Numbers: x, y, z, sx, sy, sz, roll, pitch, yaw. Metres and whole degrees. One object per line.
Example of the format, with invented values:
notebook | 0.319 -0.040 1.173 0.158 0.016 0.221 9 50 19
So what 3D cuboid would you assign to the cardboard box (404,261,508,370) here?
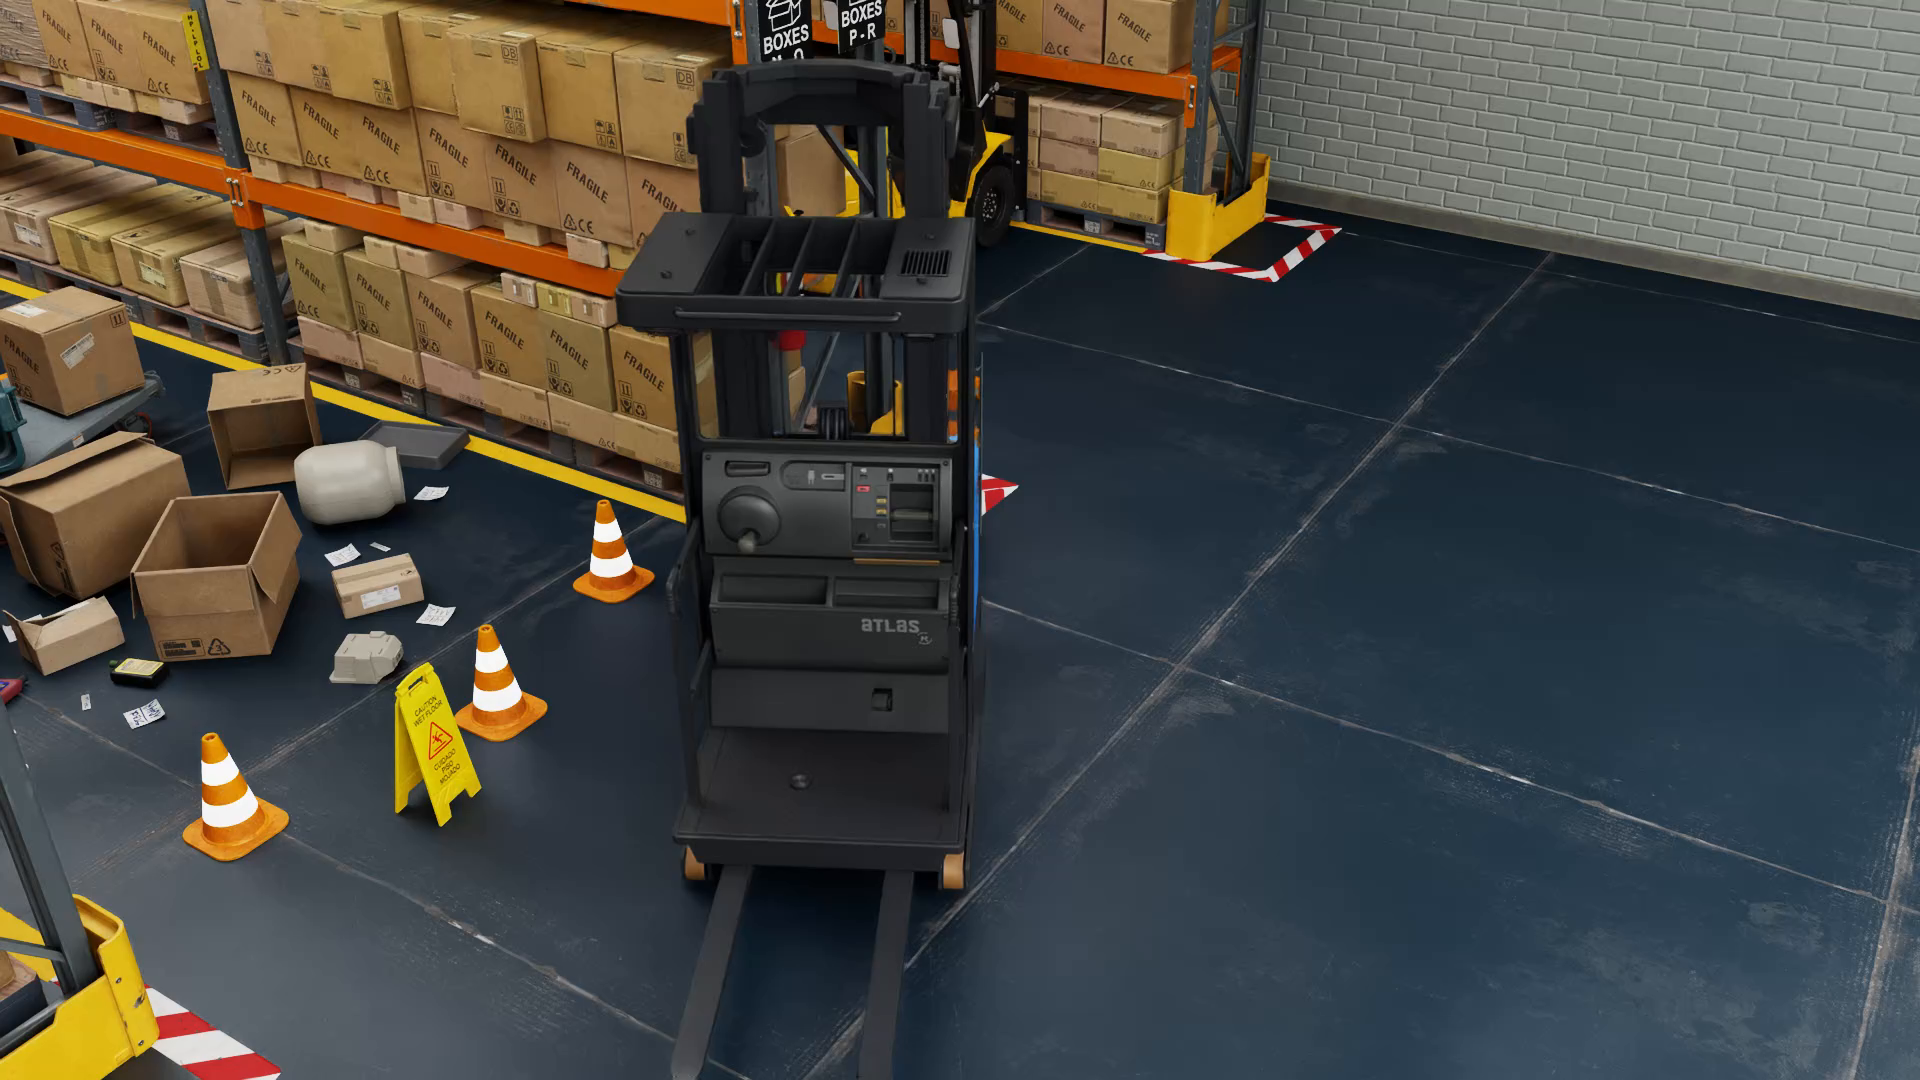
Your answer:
cardboard box | -2.827 -1.355 9.663 0.500 0.500 0.500 20 36 30

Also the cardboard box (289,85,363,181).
cardboard box | -3.419 -2.399 9.490 0.500 0.500 0.500 17 34 27

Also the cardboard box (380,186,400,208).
cardboard box | -3.068 -2.016 9.478 0.250 0.149 0.380 17 34 27

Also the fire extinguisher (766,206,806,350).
fire extinguisher | -0.841 -1.256 8.003 0.183 0.674 0.296 18 35 27

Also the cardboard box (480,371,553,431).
cardboard box | -2.401 -0.892 9.614 0.500 0.250 0.500 16 34 26

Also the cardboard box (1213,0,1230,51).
cardboard box | 1.671 -3.931 12.412 0.500 0.500 0.500 19 35 29

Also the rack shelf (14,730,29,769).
rack shelf | -4.933 0.398 5.805 4.000 0.370 1.077 18 35 27

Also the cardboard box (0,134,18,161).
cardboard box | -8.009 -3.144 12.854 0.875 0.875 0.875 17 34 27

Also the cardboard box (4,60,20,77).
cardboard box | -6.136 -3.210 11.109 0.250 0.149 0.380 19 35 29

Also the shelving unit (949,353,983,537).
shelving unit | -0.045 -0.468 8.510 0.252 1.050 0.215 18 35 27

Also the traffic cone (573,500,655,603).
traffic cone | -1.743 0.014 8.266 0.334 0.463 0.336 18 35 27

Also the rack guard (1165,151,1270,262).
rack guard | 1.963 -2.550 12.625 0.348 0.500 1.175 18 35 27

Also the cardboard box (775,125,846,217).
cardboard box | -0.947 -1.934 8.693 0.500 0.500 0.500 17 34 27

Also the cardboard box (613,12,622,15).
cardboard box | -3.184 -4.410 15.273 0.625 0.625 0.875 16 34 25

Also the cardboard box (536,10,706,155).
cardboard box | -1.666 -2.303 8.334 0.500 0.500 0.700 18 35 28

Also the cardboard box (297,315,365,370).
cardboard box | -3.725 -1.309 10.328 0.500 0.250 0.500 16 34 25

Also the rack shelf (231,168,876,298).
rack shelf | -2.387 -1.742 9.473 4.000 0.370 1.077 18 35 27

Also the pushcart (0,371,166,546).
pushcart | -5.250 -0.469 9.180 0.936 0.377 1.648 6 31 10

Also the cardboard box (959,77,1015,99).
cardboard box | 0.094 -3.456 13.017 0.500 0.250 0.500 17 34 26

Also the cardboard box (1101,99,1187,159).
cardboard box | 1.387 -3.052 12.324 0.500 0.250 0.500 19 35 29

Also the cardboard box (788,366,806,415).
cardboard box | -1.229 -0.845 9.533 0.500 0.250 0.500 17 34 27

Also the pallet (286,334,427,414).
pallet | -3.493 -1.219 10.630 1.213 0.211 1.003 18 35 27

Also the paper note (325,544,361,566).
paper note | -3.191 0.075 8.602 0.148 0.019 0.142 -21 36 -32

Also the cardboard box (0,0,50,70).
cardboard box | -5.893 -3.380 10.756 0.500 0.500 0.500 16 34 26

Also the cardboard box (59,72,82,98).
cardboard box | -5.520 -2.961 10.681 0.250 0.149 0.380 18 35 27

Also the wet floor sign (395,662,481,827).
wet floor sign | -2.162 0.803 6.734 0.232 0.644 0.267 12 32 19

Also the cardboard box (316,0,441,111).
cardboard box | -2.991 -2.689 8.996 0.500 0.500 0.700 17 34 26

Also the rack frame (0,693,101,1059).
rack frame | -3.239 0.623 4.705 0.127 3.000 1.000 18 35 27

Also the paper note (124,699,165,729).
paper note | -3.629 0.773 7.397 0.144 0.017 0.142 -21 36 -32

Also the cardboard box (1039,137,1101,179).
cardboard box | 0.945 -2.982 12.700 0.500 0.250 0.500 17 34 27

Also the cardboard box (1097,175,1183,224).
cardboard box | 1.377 -2.621 12.578 0.500 0.250 0.500 18 35 28

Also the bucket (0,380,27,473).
bucket | -5.286 -0.639 8.608 0.726 0.611 0.620 -21 26 -32

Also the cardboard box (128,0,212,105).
cardboard box | -4.594 -2.967 10.048 0.500 0.500 0.500 17 34 26

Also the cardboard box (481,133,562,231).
cardboard box | -2.143 -1.988 8.786 0.500 0.500 0.500 17 34 27

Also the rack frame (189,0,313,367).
rack frame | -4.081 -2.588 10.210 0.127 3.000 1.000 18 35 27

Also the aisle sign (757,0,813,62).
aisle sign | -0.795 -2.499 7.477 0.004 0.787 0.394 18 35 27

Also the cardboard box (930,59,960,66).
cardboard box | -0.067 -3.813 13.630 0.500 0.250 0.500 18 35 28

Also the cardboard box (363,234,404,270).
cardboard box | -3.214 -1.717 9.640 0.250 0.149 0.380 19 35 29

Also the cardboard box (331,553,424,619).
cardboard box | -2.876 0.226 8.215 0.380 0.149 0.250 -15 33 -24

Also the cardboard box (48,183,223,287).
cardboard box | -5.727 -2.151 11.651 0.625 0.372 0.950 19 35 29

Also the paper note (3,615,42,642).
paper note | -4.504 0.420 8.007 0.172 0.023 0.155 -21 36 -32

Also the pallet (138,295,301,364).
pallet | -4.741 -1.592 11.269 1.213 0.211 1.003 18 35 27

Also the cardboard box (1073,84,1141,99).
cardboard box | 1.211 -3.404 12.927 0.500 0.250 0.500 18 35 27

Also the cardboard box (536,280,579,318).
cardboard box | -2.068 -1.356 9.022 0.250 0.149 0.380 18 35 28

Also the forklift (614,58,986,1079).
forklift | -0.502 -0.084 5.985 1.130 2.935 3.031 2 30 3

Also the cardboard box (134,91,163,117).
cardboard box | -4.877 -2.759 10.336 0.250 0.149 0.380 16 34 26

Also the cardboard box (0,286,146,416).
cardboard box | -5.002 -1.068 9.333 0.500 0.500 0.500 18 35 27

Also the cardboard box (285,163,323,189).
cardboard box | -3.743 -2.213 9.816 0.250 0.149 0.380 19 35 29

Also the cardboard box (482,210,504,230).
cardboard box | -2.408 -1.835 9.168 0.250 0.149 0.380 18 35 27

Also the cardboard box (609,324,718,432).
cardboard box | -1.510 -0.938 8.948 0.500 0.500 0.500 18 35 28

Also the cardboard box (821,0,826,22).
cardboard box | -0.758 -4.388 13.196 0.500 0.500 0.500 18 35 28

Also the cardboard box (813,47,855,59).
cardboard box | -1.202 -3.870 13.726 0.500 0.250 0.500 17 34 27

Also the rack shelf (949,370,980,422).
rack shelf | -0.045 -0.704 8.372 0.240 0.259 0.215 18 35 27

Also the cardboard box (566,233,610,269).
cardboard box | -1.837 -1.571 8.716 0.250 0.149 0.380 18 35 28

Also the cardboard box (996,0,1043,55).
cardboard box | 0.518 -3.979 12.495 0.500 0.500 0.500 17 34 26

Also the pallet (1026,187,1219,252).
pallet | 1.273 -2.619 13.029 1.213 0.211 1.003 18 35 27
